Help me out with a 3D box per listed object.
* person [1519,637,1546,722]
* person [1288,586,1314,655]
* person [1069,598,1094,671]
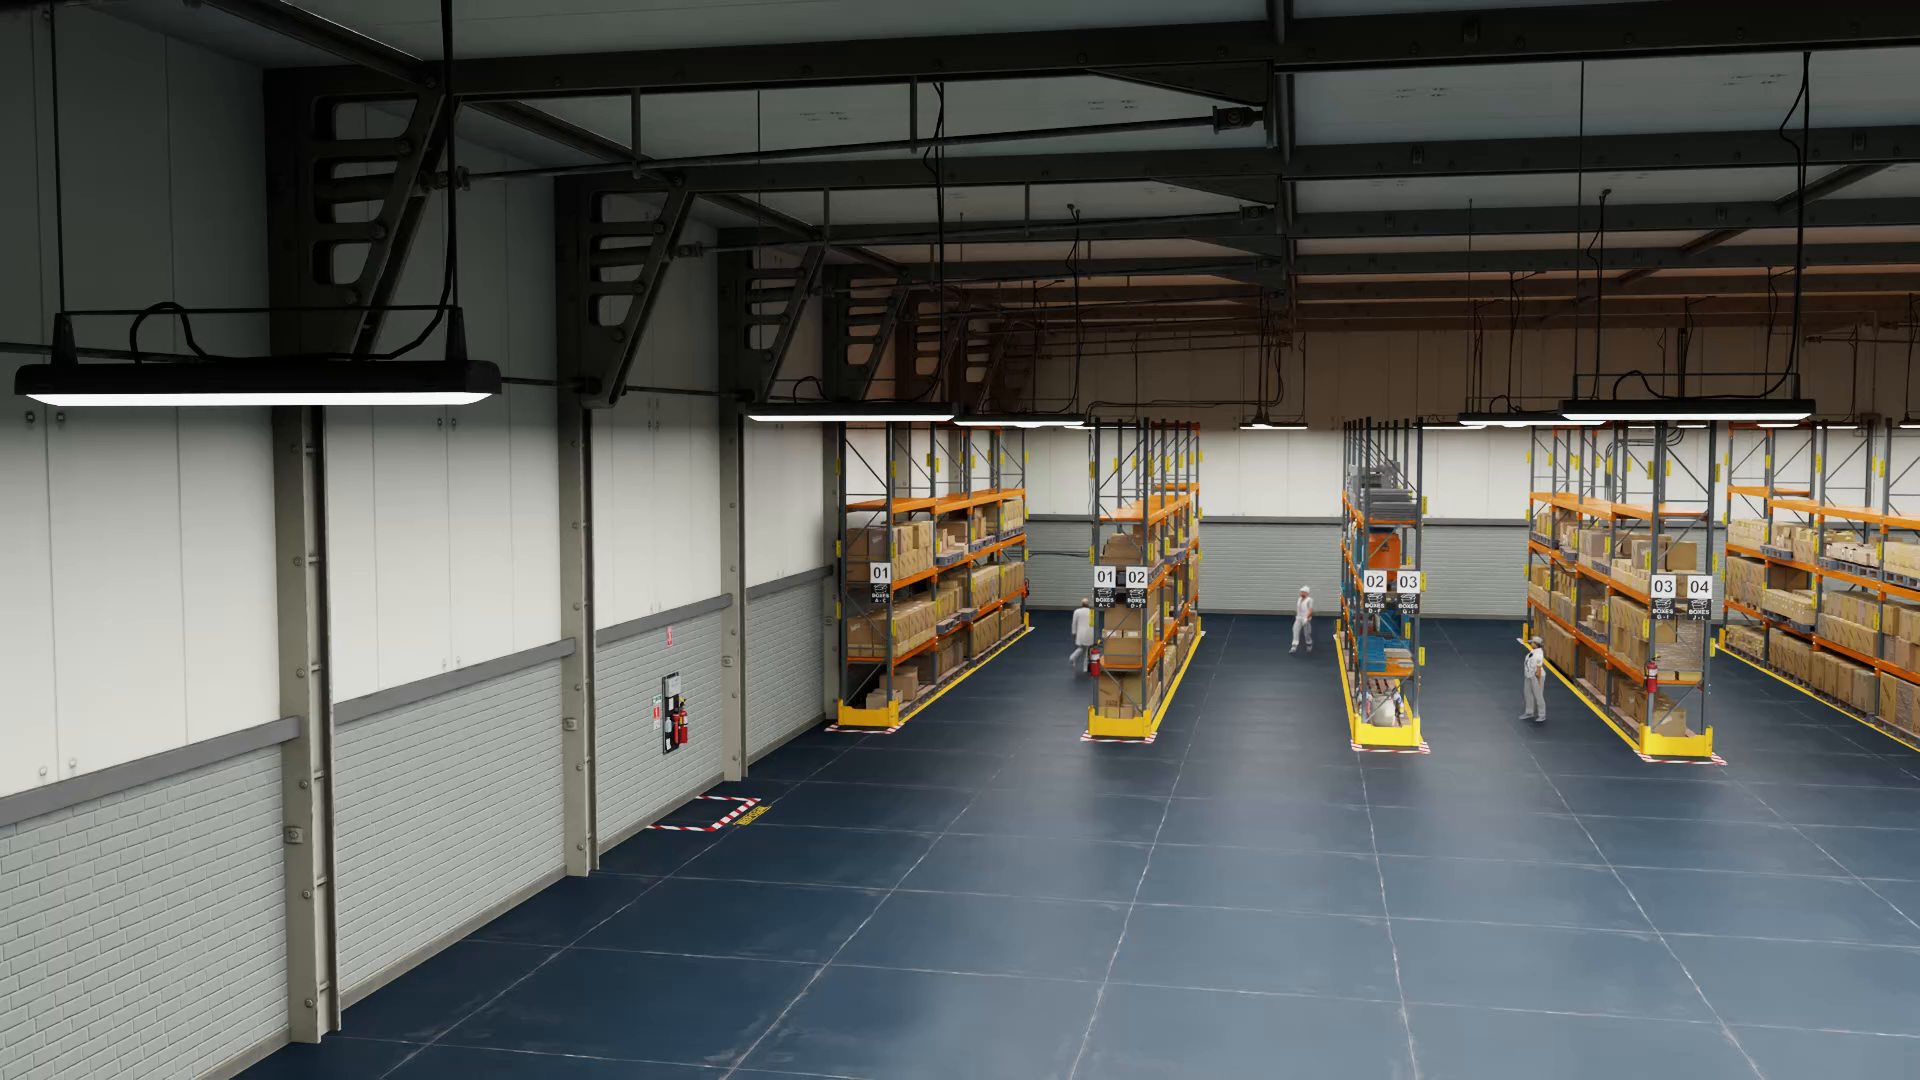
[{"bbox_3d":[11.377,2.745,33.024,0.439,1.678,0.641,0,4,-3],"label":"person"},{"bbox_3d":[8.820,2.068,42.723,0.502,1.739,1.022,3,5,35],"label":"person"},{"bbox_3d":[2.939,2.264,39.577,0.778,1.756,0.585,-4,5,-45],"label":"person"}]
